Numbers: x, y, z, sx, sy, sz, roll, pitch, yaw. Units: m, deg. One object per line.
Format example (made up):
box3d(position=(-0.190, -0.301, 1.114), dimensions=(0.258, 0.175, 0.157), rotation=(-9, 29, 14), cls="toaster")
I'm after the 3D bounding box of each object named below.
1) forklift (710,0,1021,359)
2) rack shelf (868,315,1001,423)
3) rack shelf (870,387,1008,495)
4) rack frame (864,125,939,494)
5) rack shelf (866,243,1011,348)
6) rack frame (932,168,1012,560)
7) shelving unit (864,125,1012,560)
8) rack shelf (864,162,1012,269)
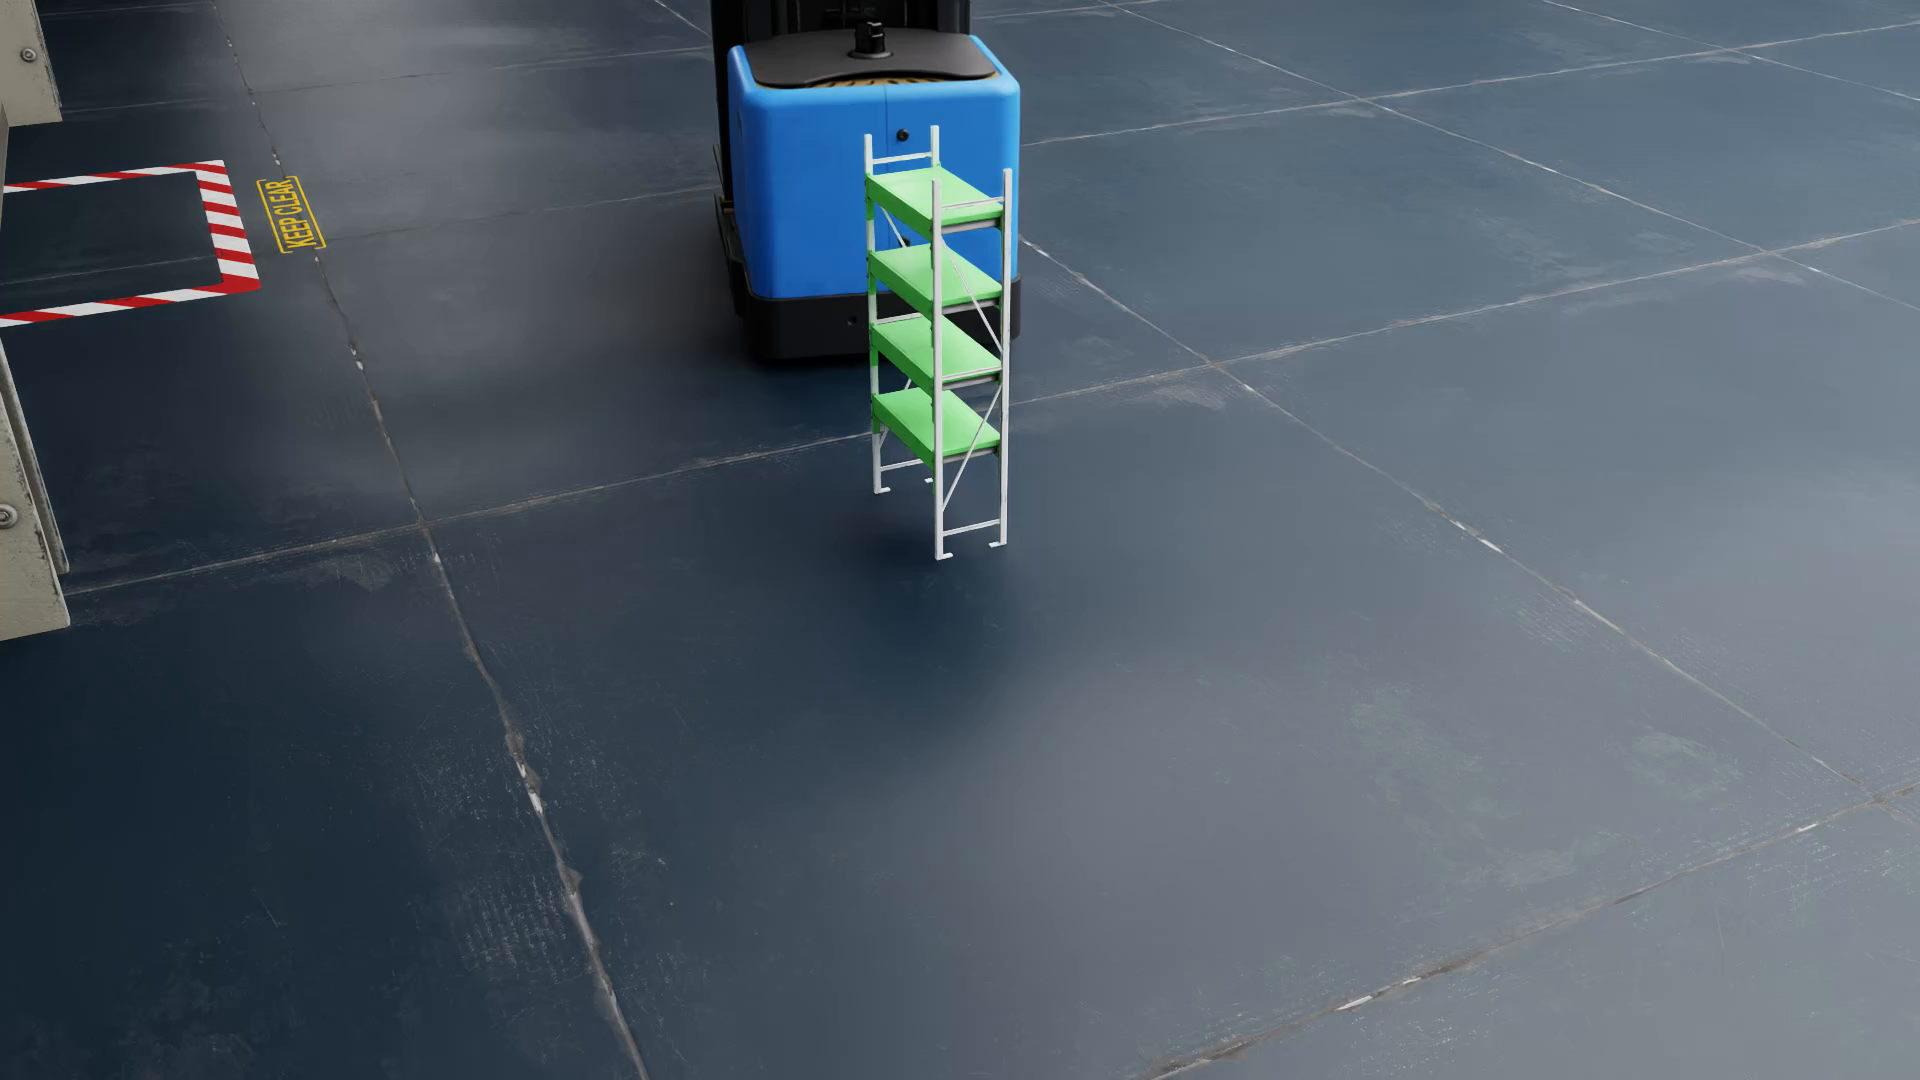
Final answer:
box3d(position=(-0.547, -2.670, 7.015), dimensions=(1.130, 2.935, 3.031), rotation=(-5, 30, -9), cls="forklift")
box3d(position=(-0.071, -0.541, 5.118), dimensions=(0.258, 0.148, 0.480), rotation=(-13, 32, -22), cls="rack shelf")
box3d(position=(-0.071, -0.331, 5.236), dimensions=(0.258, 0.148, 0.480), rotation=(-13, 32, -22), cls="rack shelf")
box3d(position=(-0.176, -0.704, 5.279), dimensions=(0.240, 1.200, 0.015), rotation=(-13, 32, -22), cls="rack frame")
box3d(position=(-0.071, -0.750, 5.001), dimensions=(0.258, 0.148, 0.480), rotation=(-13, 32, -22), cls="rack shelf")
box3d(position=(0.034, -0.489, 4.895), dimensions=(0.240, 1.200, 0.015), rotation=(-13, 32, -22), cls="rack frame")
box3d(position=(-0.071, -0.596, 5.087), dimensions=(0.258, 1.200, 0.503), rotation=(-13, 32, -22), cls="shelving unit")
box3d(position=(-0.071, -0.959, 4.883), dimensions=(0.258, 0.148, 0.480), rotation=(-13, 32, -22), cls="rack shelf")
